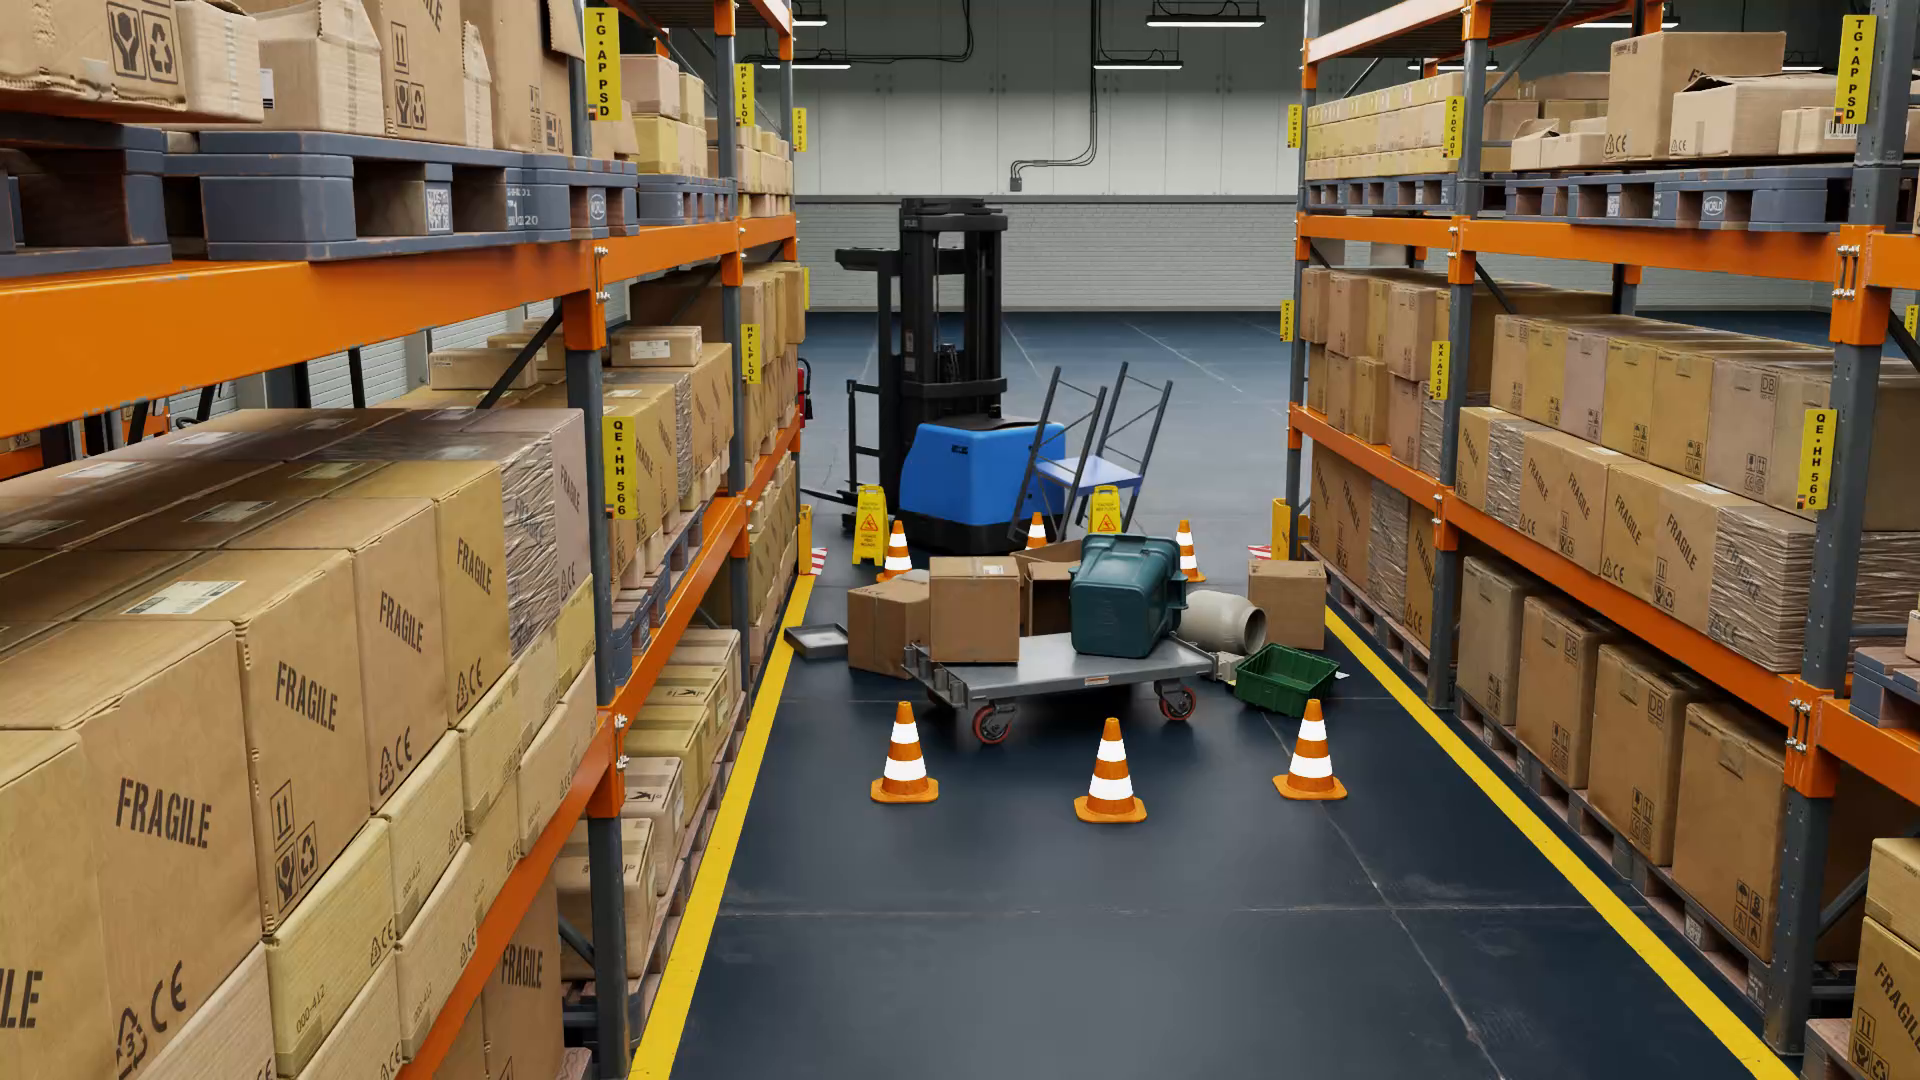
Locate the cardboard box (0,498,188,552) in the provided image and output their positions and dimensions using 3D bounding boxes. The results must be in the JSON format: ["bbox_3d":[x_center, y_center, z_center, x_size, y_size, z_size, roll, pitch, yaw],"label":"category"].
[{"bbox_3d":[-1.832,0.207,3.228,0.500,0.500,0.500,0,11,0],"label":"cardboard box"}]

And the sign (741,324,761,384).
[{"bbox_3d":[-1.148,-1.020,9.132,0.100,0.325,0.005,0,11,-1],"label":"sign"}]

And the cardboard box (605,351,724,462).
[{"bbox_3d":[-1.452,-0.661,8.217,0.500,0.500,0.500,0,11,-1],"label":"cardboard box"}]

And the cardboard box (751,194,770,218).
[{"bbox_3d":[-1.403,-2.116,10.534,0.380,0.149,0.250,0,11,-2],"label":"cardboard box"}]

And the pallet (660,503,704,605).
[{"bbox_3d":[-1.702,0.046,7.271,1.003,0.211,1.213,0,11,-1],"label":"pallet"}]

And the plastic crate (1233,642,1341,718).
[{"bbox_3d":[1.931,0.830,9.849,0.450,0.188,0.662,17,18,26],"label":"plastic crate"}]

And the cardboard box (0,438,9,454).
[{"bbox_3d":[-6.452,-0.771,10.564,0.500,0.500,0.500,0,11,-2],"label":"cardboard box"}]

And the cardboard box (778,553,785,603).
[{"bbox_3d":[-1.480,0.263,11.576,0.500,0.250,0.500,-1,11,-3],"label":"cardboard box"}]

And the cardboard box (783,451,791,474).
[{"bbox_3d":[-1.433,-0.558,12.106,0.380,0.149,0.250,0,11,0],"label":"cardboard box"}]

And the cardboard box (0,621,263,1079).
[{"bbox_3d":[-1.297,0.412,2.219,0.500,0.500,0.500,0,11,-1],"label":"cardboard box"}]

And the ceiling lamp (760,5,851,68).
[{"bbox_3d":[-3.426,-12.097,36.875,2.000,3.185,0.800,0,11,-1],"label":"ceiling lamp"}]

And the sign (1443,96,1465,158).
[{"bbox_3d":[2.690,-2.250,9.061,0.100,0.325,0.005,0,11,-1],"label":"sign"}]

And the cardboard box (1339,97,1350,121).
[{"bbox_3d":[2.871,-3.008,11.617,0.380,0.149,0.250,0,11,-2],"label":"cardboard box"}]

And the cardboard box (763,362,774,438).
[{"bbox_3d":[-1.464,-0.933,10.613,0.500,0.500,0.500,0,11,-2],"label":"cardboard box"}]

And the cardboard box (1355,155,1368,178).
[{"bbox_3d":[2.880,-2.516,11.197,0.380,0.149,0.250,0,11,-1],"label":"cardboard box"}]

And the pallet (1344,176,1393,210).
[{"bbox_3d":[3.216,-2.321,11.136,1.003,0.211,1.213,0,11,-1],"label":"pallet"}]

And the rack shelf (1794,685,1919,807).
[{"bbox_3d":[3.368,1.055,3.624,1.077,0.370,4.000,0,11,-1],"label":"rack shelf"}]

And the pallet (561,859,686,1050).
[{"bbox_3d":[-1.635,1.557,6.356,1.003,0.211,1.213,0,11,-1],"label":"pallet"}]

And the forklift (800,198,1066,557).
[{"bbox_3d":[-0.404,-1.537,14.763,1.130,2.935,3.031,-9,15,-38],"label":"forklift"}]

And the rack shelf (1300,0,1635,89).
[{"bbox_3d":[3.203,-3.279,10.906,1.077,0.370,4.000,0,11,-1],"label":"rack shelf"}]

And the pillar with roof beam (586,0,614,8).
[{"bbox_3d":[-3.826,-8.810,35.353,9.100,9.000,0.548,0,11,-1],"label":"pillar with roof beam"}]

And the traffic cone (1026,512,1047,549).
[{"bbox_3d":[0.616,0.006,13.364,0.336,0.463,0.334,0,11,-1],"label":"traffic cone"}]

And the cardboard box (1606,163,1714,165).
[{"bbox_3d":[3.071,-1.776,7.257,0.396,0.266,0.258,0,11,-1],"label":"cardboard box"}]

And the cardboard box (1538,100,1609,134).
[{"bbox_3d":[3.514,-2.386,9.552,0.500,0.250,0.500,0,11,-1],"label":"cardboard box"}]

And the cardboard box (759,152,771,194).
[{"bbox_3d":[-1.455,-2.283,10.352,0.500,0.250,0.500,0,11,-1],"label":"cardboard box"}]

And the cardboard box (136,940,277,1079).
[{"bbox_3d":[-1.303,0.777,2.306,0.500,0.250,0.500,0,11,0],"label":"cardboard box"}]

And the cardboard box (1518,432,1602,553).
[{"bbox_3d":[3.005,-0.234,7.916,0.500,0.500,0.500,0,11,-1],"label":"cardboard box"}]

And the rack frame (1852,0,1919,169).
[{"bbox_3d":[3.327,-2.635,4.916,1.000,3.000,0.127,0,11,-1],"label":"rack frame"}]

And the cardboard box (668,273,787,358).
[{"bbox_3d":[-1.467,-1.425,10.522,0.700,0.500,0.500,0,11,-2],"label":"cardboard box"}]

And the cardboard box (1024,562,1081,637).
[{"bbox_3d":[0.810,0.437,10.800,0.797,0.637,0.503,0,11,-1],"label":"cardboard box"}]

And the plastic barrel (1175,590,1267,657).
[{"bbox_3d":[1.687,0.553,10.768,0.512,0.421,0.421,9,15,38],"label":"plastic barrel"}]

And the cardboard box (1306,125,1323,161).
[{"bbox_3d":[2.915,-2.986,12.508,0.500,0.250,0.500,0,11,-1],"label":"cardboard box"}]

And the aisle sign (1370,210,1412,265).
[{"bbox_3d":[3.460,-2.575,13.168,0.394,0.787,0.004,0,11,-1],"label":"aisle sign"}]

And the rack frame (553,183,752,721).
[{"bbox_3d":[-1.702,-0.450,9.232,1.000,3.000,0.127,0,11,-1],"label":"rack frame"}]

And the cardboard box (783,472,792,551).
[{"bbox_3d":[-1.494,-0.209,12.018,0.500,0.500,0.500,0,11,1],"label":"cardboard box"}]

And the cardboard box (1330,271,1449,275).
[{"bbox_3d":[3.234,-1.705,12.327,0.875,0.550,0.550,0,11,-1],"label":"cardboard box"}]

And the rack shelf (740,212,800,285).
[{"bbox_3d":[-1.744,-1.965,10.965,1.077,0.370,4.000,0,11,-1],"label":"rack shelf"}]

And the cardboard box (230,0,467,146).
[{"bbox_3d":[-1.293,-1.030,3.242,0.500,0.500,0.500,0,11,-1],"label":"cardboard box"}]

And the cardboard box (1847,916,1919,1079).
[{"bbox_3d":[3.087,1.466,5.021,0.500,0.500,0.500,-1,11,-4],"label":"cardboard box"}]

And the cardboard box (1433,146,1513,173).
[{"bbox_3d":[2.917,-2.163,9.457,0.380,0.149,0.250,0,11,-1],"label":"cardboard box"}]

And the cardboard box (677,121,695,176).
[{"bbox_3d":[-1.540,-1.836,7.842,0.500,0.250,0.500,0,11,0],"label":"cardboard box"}]

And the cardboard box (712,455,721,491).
[{"bbox_3d":[-1.387,-0.328,8.206,0.380,0.149,0.250,0,11,-2],"label":"cardboard box"}]

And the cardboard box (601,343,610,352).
[{"bbox_3d":[-1.980,-0.756,8.686,0.500,0.500,0.500,0,11,0],"label":"cardboard box"}]

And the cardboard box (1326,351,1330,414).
[{"bbox_3d":[3.248,-1.176,12.435,0.875,0.550,0.550,0,11,-1],"label":"cardboard box"}]

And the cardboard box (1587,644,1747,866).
[{"bbox_3d":[3.383,0.906,7.149,1.050,0.750,0.750,0,11,0],"label":"cardboard box"}]

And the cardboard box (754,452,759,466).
[{"bbox_3d":[-1.452,-0.543,10.321,0.380,0.149,0.250,0,11,1],"label":"cardboard box"}]

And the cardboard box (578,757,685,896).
[{"bbox_3d":[-1.645,1.168,6.809,0.950,0.372,0.625,0,11,-2],"label":"cardboard box"}]

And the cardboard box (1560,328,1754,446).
[{"bbox_3d":[3.283,-0.728,7.837,0.700,0.500,0.500,0,11,-1],"label":"cardboard box"}]

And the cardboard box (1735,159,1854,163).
[{"bbox_3d":[3.511,-1.723,6.879,0.500,0.311,0.500,0,11,-2],"label":"cardboard box"}]

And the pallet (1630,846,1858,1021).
[{"bbox_3d":[3.386,1.514,6.563,1.003,0.211,1.213,0,11,-1],"label":"pallet"}]

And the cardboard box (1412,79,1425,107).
[{"bbox_3d":[2.908,-2.654,9.873,0.380,0.149,0.250,0,11,-1],"label":"cardboard box"}]

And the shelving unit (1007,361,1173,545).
[{"bbox_3d":[1.078,-0.667,13.759,0.538,1.500,1.048,28,23,31],"label":"shelving unit"}]
